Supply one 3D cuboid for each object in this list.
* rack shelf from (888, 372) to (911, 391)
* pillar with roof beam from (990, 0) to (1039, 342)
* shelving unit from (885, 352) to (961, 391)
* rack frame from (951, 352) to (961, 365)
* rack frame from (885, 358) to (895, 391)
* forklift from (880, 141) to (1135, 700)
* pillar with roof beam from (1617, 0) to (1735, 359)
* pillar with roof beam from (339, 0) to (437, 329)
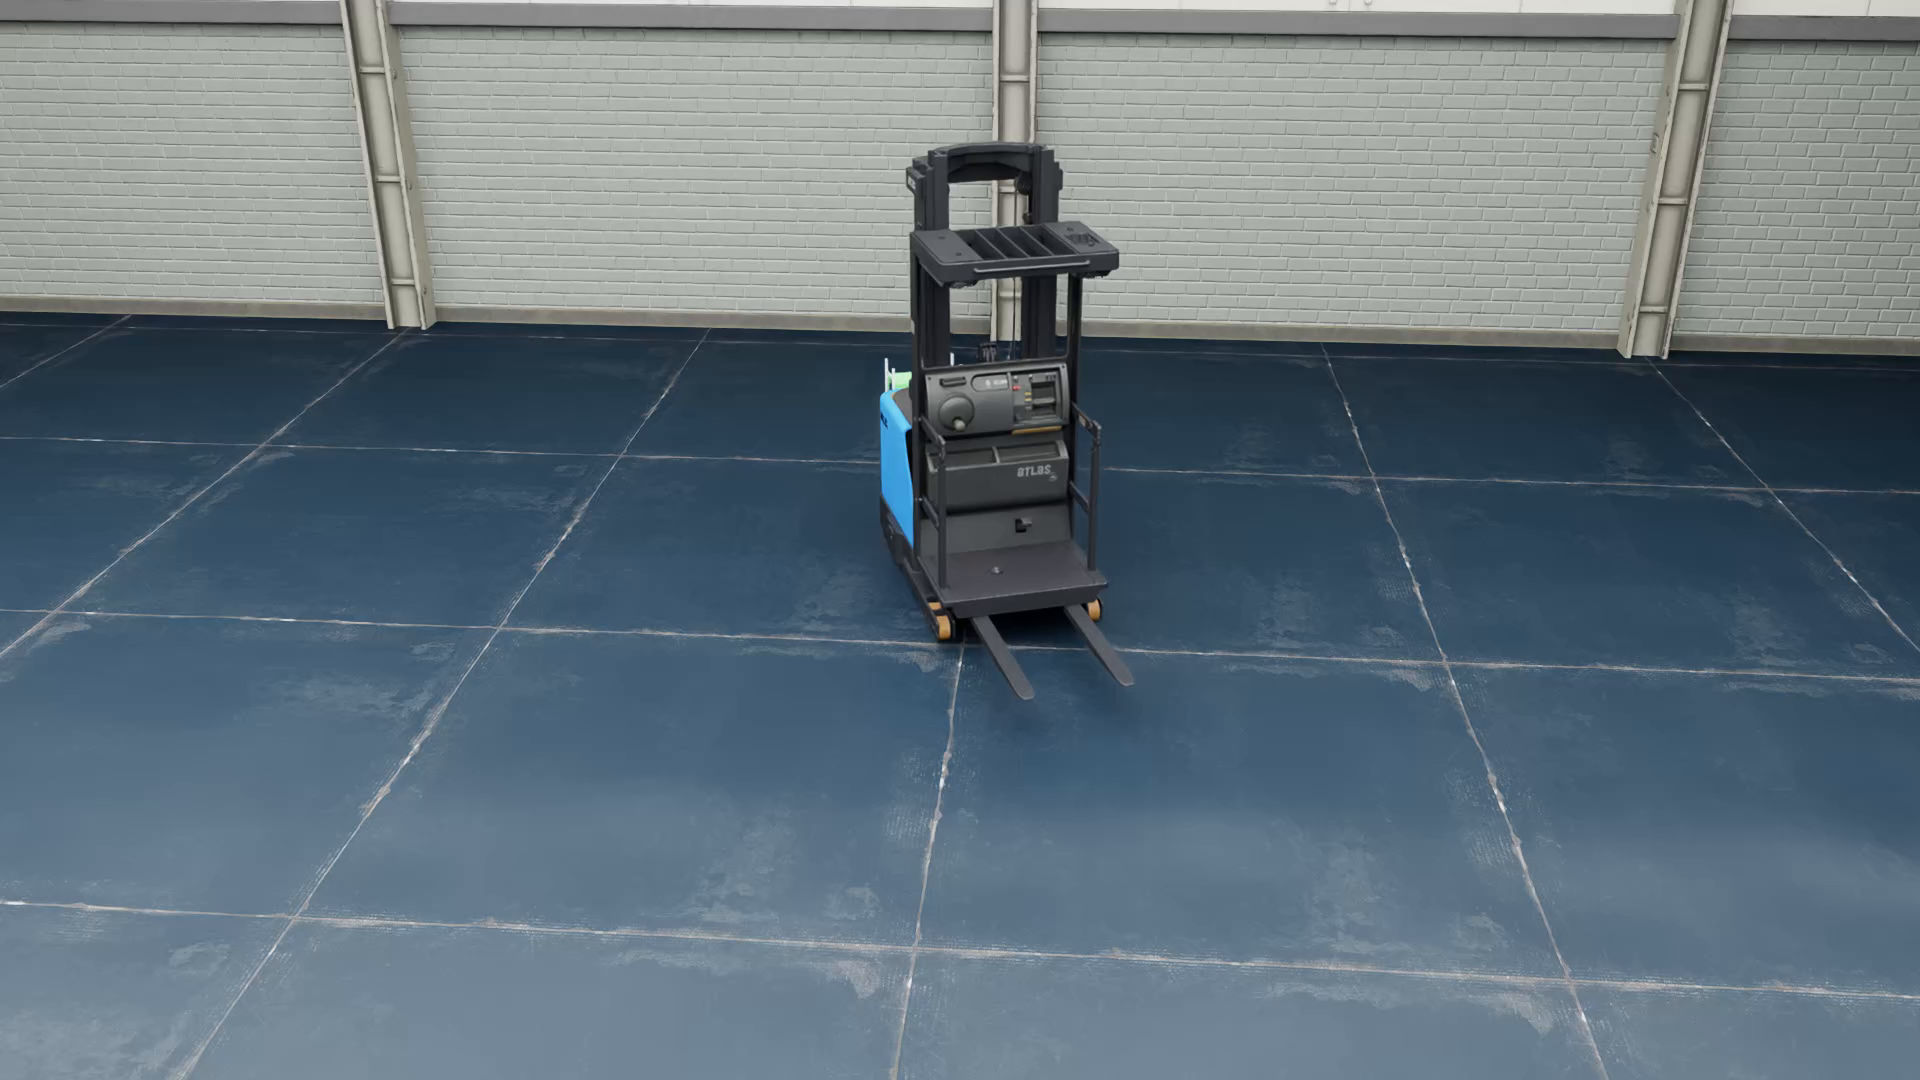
[{"bbox_3d":[-0.264,-1.115,11.954,0.480,0.148,0.258,-7,26,-14],"label":"rack shelf"},{"bbox_3d":[0.173,-4.262,10.459,0.400,9.000,9.100,2,25,4],"label":"pillar with roof beam"},{"bbox_3d":[-0.264,-0.737,12.128,0.503,1.200,0.258,-7,26,-14],"label":"shelving unit"},{"bbox_3d":[-0.029,-0.764,12.187,0.015,1.200,0.240,-7,26,-14],"label":"rack frame"},{"bbox_3d":[-0.499,-0.710,12.068,0.015,1.200,0.240,-7,26,-14],"label":"rack frame"},{"bbox_3d":[0.296,-0.868,10.342,1.130,2.935,3.031,-6,25,-14],"label":"forklift"},{"bbox_3d":[6.156,-4.070,10.041,0.400,9.000,9.100,2,25,4],"label":"pillar with roof beam"},{"bbox_3d":[-5.809,-4.454,10.876,0.400,9.000,9.100,2,25,4],"label":"pillar with roof beam"}]
